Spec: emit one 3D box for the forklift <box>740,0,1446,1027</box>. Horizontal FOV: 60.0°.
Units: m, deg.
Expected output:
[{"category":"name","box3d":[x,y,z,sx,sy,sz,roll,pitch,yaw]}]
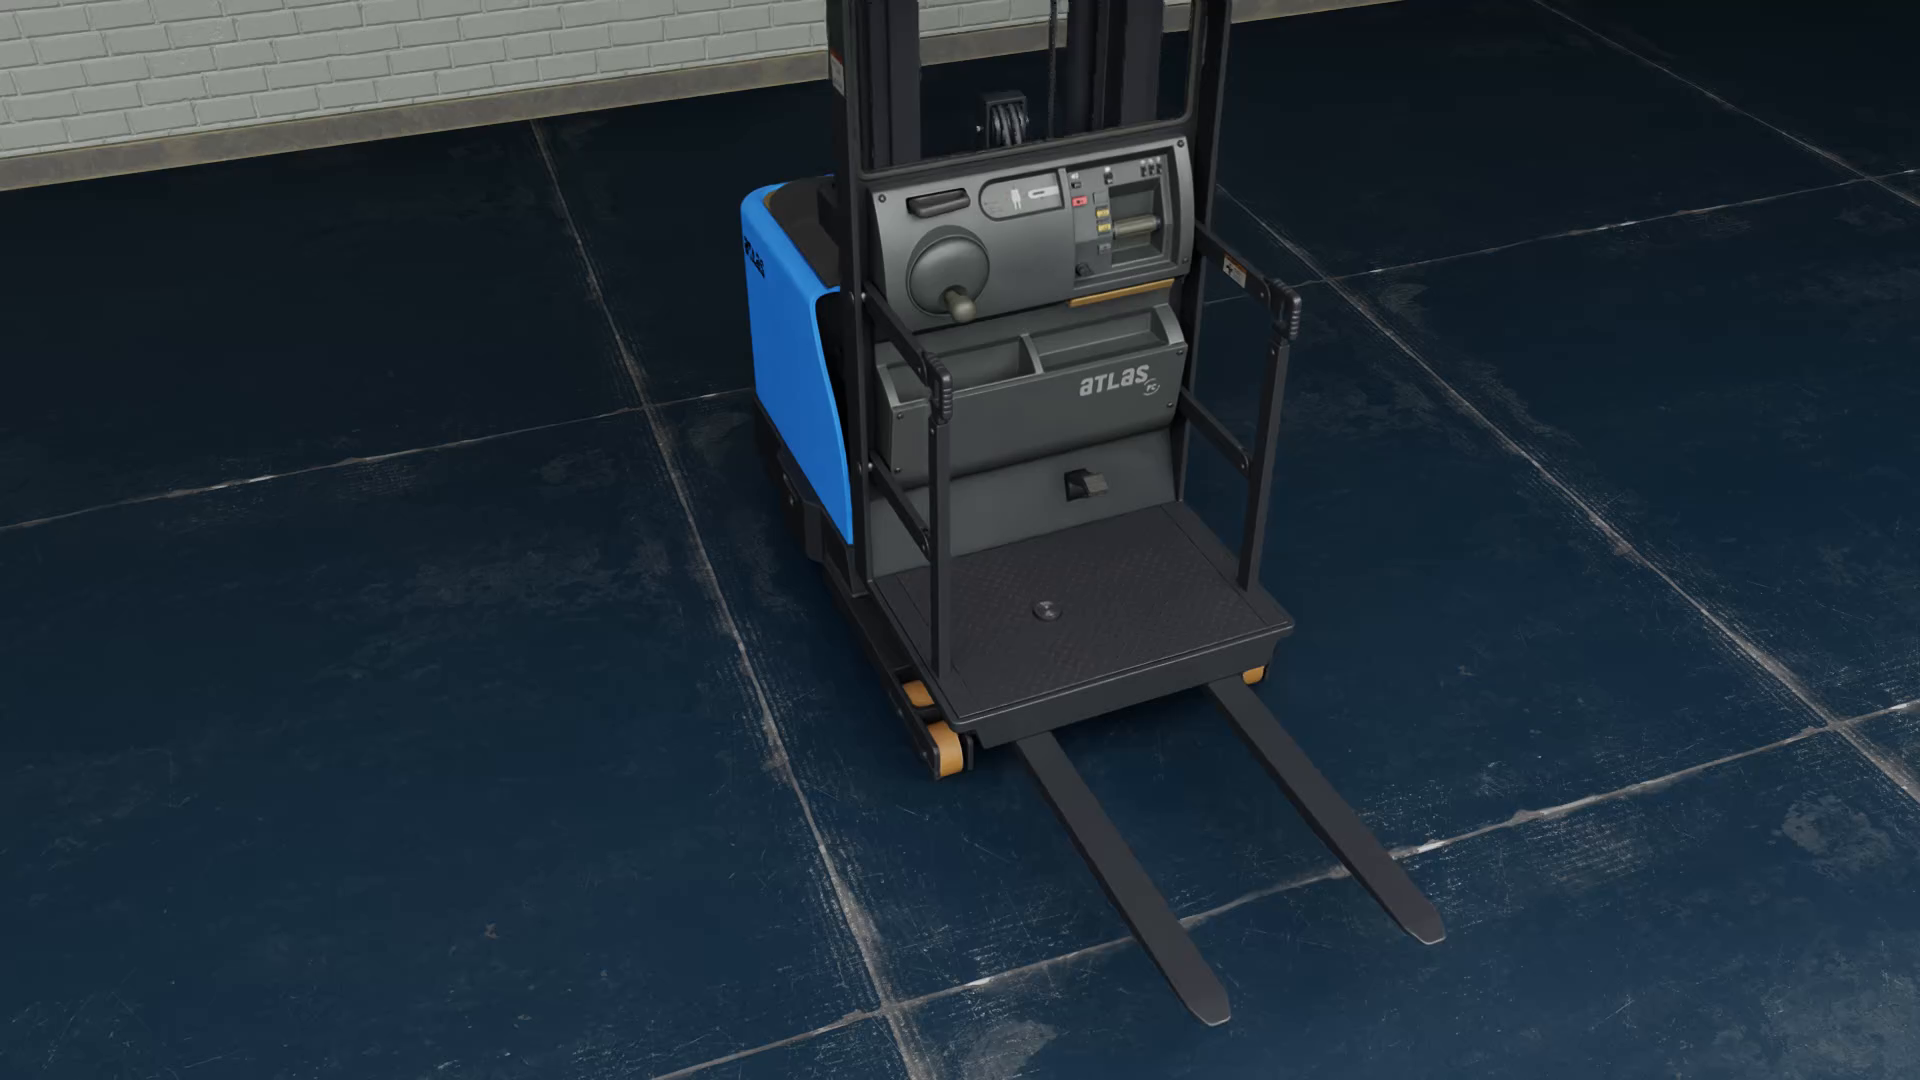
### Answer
[{"category":"forklift","box3d":[0.297,-0.775,4.343,1.130,2.935,3.031,-14,39,-18]}]
